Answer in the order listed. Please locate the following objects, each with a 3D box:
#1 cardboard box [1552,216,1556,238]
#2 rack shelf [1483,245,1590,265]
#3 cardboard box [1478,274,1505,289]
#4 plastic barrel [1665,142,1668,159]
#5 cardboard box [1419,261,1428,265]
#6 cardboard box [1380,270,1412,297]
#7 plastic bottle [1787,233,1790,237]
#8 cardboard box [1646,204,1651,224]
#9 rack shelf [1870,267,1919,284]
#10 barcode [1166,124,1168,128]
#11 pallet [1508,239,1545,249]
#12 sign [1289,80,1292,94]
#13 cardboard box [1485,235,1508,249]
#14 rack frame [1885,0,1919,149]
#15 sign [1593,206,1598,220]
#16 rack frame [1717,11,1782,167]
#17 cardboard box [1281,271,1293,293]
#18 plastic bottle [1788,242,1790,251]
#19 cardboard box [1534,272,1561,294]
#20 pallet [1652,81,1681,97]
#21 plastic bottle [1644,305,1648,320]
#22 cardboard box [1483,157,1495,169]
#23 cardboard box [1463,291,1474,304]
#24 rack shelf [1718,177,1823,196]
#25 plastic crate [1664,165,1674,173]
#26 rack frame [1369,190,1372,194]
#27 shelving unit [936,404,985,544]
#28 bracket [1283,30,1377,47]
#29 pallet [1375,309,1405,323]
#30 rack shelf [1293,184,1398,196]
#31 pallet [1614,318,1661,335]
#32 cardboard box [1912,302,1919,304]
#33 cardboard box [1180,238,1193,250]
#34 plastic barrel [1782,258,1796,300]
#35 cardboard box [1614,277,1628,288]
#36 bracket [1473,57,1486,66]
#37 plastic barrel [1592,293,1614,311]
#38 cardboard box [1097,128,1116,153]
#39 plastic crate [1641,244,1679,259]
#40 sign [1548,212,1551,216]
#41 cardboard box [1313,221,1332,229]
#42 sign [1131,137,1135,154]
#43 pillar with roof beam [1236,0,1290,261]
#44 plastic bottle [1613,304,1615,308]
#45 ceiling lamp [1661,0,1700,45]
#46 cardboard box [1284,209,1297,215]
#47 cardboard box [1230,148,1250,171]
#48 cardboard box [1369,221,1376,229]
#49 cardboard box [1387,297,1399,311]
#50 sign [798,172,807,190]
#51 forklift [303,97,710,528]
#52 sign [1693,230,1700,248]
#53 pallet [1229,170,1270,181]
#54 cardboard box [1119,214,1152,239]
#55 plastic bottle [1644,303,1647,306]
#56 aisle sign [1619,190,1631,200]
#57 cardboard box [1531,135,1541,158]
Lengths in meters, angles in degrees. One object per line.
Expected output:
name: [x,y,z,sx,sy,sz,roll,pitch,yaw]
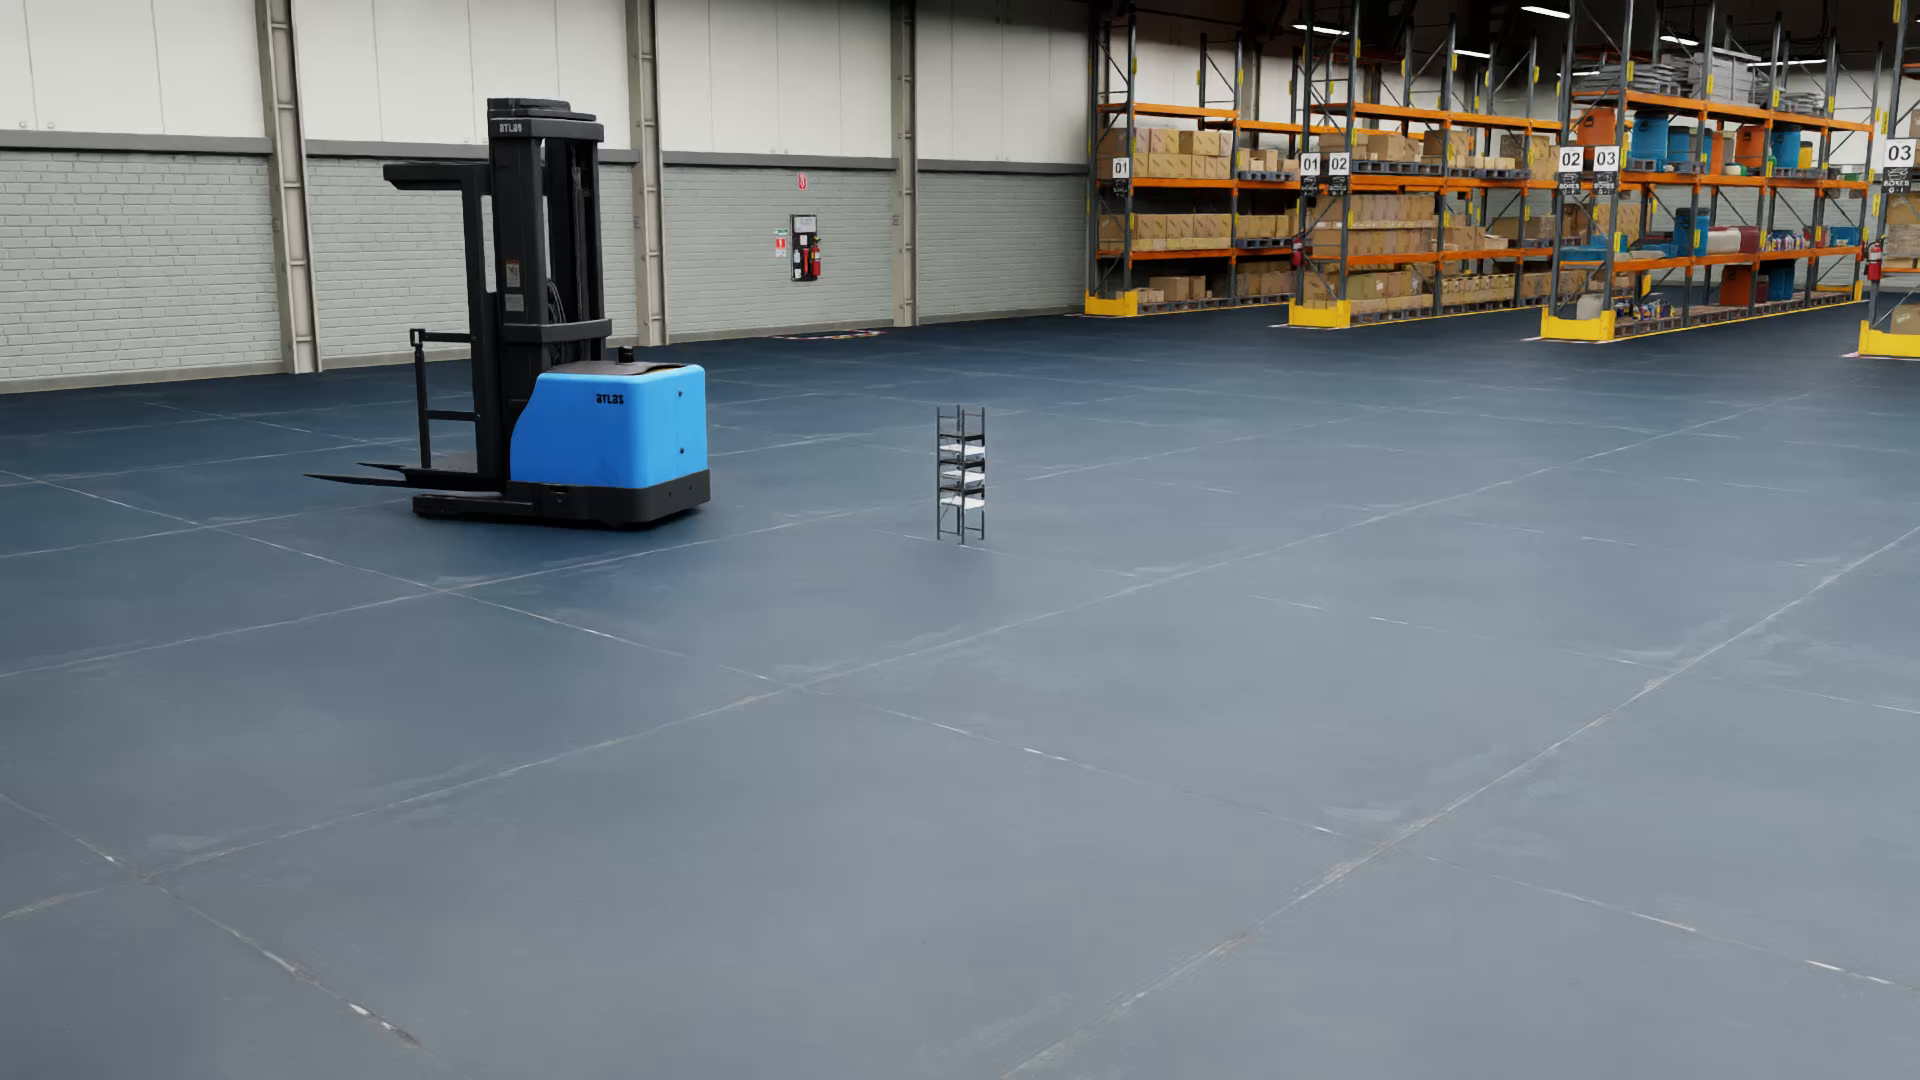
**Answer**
cardboard box: [13.641,-7.305,38.800,0.700,0.500,0.500,6,13,26]
rack shelf: [13.441,-6.671,38.790,1.077,0.370,4.000,10,15,40]
cardboard box: [11.622,-5.676,36.487,0.500,0.311,0.500,9,15,39]
plastic barrel: [12.767,-7.194,30.555,0.421,0.512,0.421,0,11,0]
cardboard box: [12.316,-7.457,44.540,0.380,0.149,0.250,9,15,39]
cardboard box: [8.673,-5.124,33.240,0.500,0.500,0.500,10,15,40]
plastic bottle: [18.010,-6.494,36.193,0.144,0.351,0.185,10,15,40]
cardboard box: [17.315,-8.345,42.526,0.500,0.500,0.500,10,15,40]
rack shelf: [15.599,-4.213,26.482,1.077,0.370,4.000,10,15,40]
barcode: [4.516,-9.035,36.278,0.001,0.075,0.075,10,15,40]
pallet: [12.516,-6.744,37.810,1.213,0.211,1.003,10,15,40]
sign: [7.978,-10.918,40.112,0.100,0.325,0.005,10,15,40]
cardboard box: [11.848,-6.638,37.015,0.500,0.311,0.500,11,16,44]
rack frame: [14.279,-7.213,24.350,1.000,3.000,0.127,10,15,40]
sign: [15.181,-7.815,39.723,0.100,0.325,0.005,10,15,40]
rack frame: [15.839,-9.031,33.449,1.000,3.000,0.127,10,15,40]
cardboard box: [7.534,-6.186,39.784,0.700,0.500,0.500,10,15,40]
plastic bottle: [17.743,-6.312,35.661,0.097,0.201,0.097,0,11,0]
cardboard box: [13.653,-5.978,38.742,0.500,0.500,0.500,9,14,38]
pallet: [11.870,-7.848,29.033,1.003,0.211,1.213,10,15,40]
plastic bottle: [12.282,-4.081,29.828,0.097,0.271,0.097,0,11,0]
cardboard box: [11.145,-8.097,35.743,0.500,0.250,0.500,9,15,39]
cardboard box: [10.611,-5.178,35.424,0.500,0.250,0.500,9,15,39]
rack shelf: [17.159,-7.501,35.287,1.077,0.370,4.000,10,15,40]
plastic crate: [12.443,-6.553,29.379,0.243,0.136,0.396,10,15,40]
rack frame: [11.038,-7.958,43.397,1.000,3.000,0.127,10,15,40]
shelving unit: [0.005,-0.442,11.129,0.258,0.900,0.210,10,15,40]
bracket: [9.131,-12.391,41.086,0.076,0.066,4.783,10,15,40]
pallet: [8.119,-4.482,33.111,1.003,0.211,1.213,10,15,40]
rack shelf: [9.718,-8.782,41.700,1.077,0.370,4.000,10,15,40]
pallet: [11.919,-3.859,29.993,1.003,0.211,1.213,10,15,40]
cardboard box: [15.500,-3.523,26.502,0.500,0.500,0.500,-10,15,-42]
cardboard box: [4.685,-6.386,35.858,0.500,0.250,0.500,10,15,41]
plastic barrel: [18.108,-5.776,36.758,0.600,0.901,0.708,10,15,40]
cardboard box: [16.578,-6.526,42.125,0.500,0.250,0.500,10,15,40]
bracket: [14.804,-13.656,47.416,0.235,0.232,0.430,10,15,40]
plastic barrel: [11.266,-4.078,29.250,0.421,0.512,0.421,0,11,0]
cardboard box: [3.205,-8.310,34.641,0.500,0.500,0.500,11,15,43]
plastic crate: [12.672,-5.229,30.114,0.499,0.251,0.616,10,15,40]
sign: [14.349,-7.812,40.453,0.100,0.325,0.005,10,15,40]
cardboard box: [6.949,-6.001,31.685,0.380,0.149,0.250,9,15,39]
sign: [3.524,-8.022,33.827,0.100,0.325,0.005,10,15,40]
pillar with roof beam: [10.123,-9.675,36.678,9.100,9.000,0.548,10,15,40]
plastic bottle: [11.949,-4.261,30.529,0.144,0.351,0.185,10,15,40]
ceiling lamp: [16.238,-12.650,36.667,0.800,3.185,2.000,10,15,40]
cardboard box: [7.991,-7.849,39.814,0.380,0.149,0.250,7,13,31]
cardboard box: [6.178,-8.577,37.510,0.500,0.500,0.500,-9,15,-39]
cardboard box: [7.767,-6.062,31.993,0.380,0.149,0.250,9,15,39]
cardboard box: [8.353,-4.681,32.936,0.500,0.250,0.500,10,15,40]
sign: [-2.772,-6.314,29.249,0.001,0.298,0.199,10,15,40]
forklift: [-3.422,-1.675,12.114,3.031,2.935,1.130,4,12,19]
sign: [13.605,-5.563,30.699,0.100,0.325,0.005,10,15,40]
pallet: [6.244,-8.237,37.614,1.213,0.211,1.003,10,15,40]
cardboard box: [3.657,-6.528,34.654,0.500,0.500,0.500,10,15,40]
plastic bottle: [12.460,-4.166,30.225,0.061,0.283,0.133,10,15,40]
aisle sign: [17.226,-9.229,43.125,0.394,0.787,0.004,10,15,40]
cardboard box: [12.750,-8.878,37.538,0.500,0.500,0.500,10,15,40]
